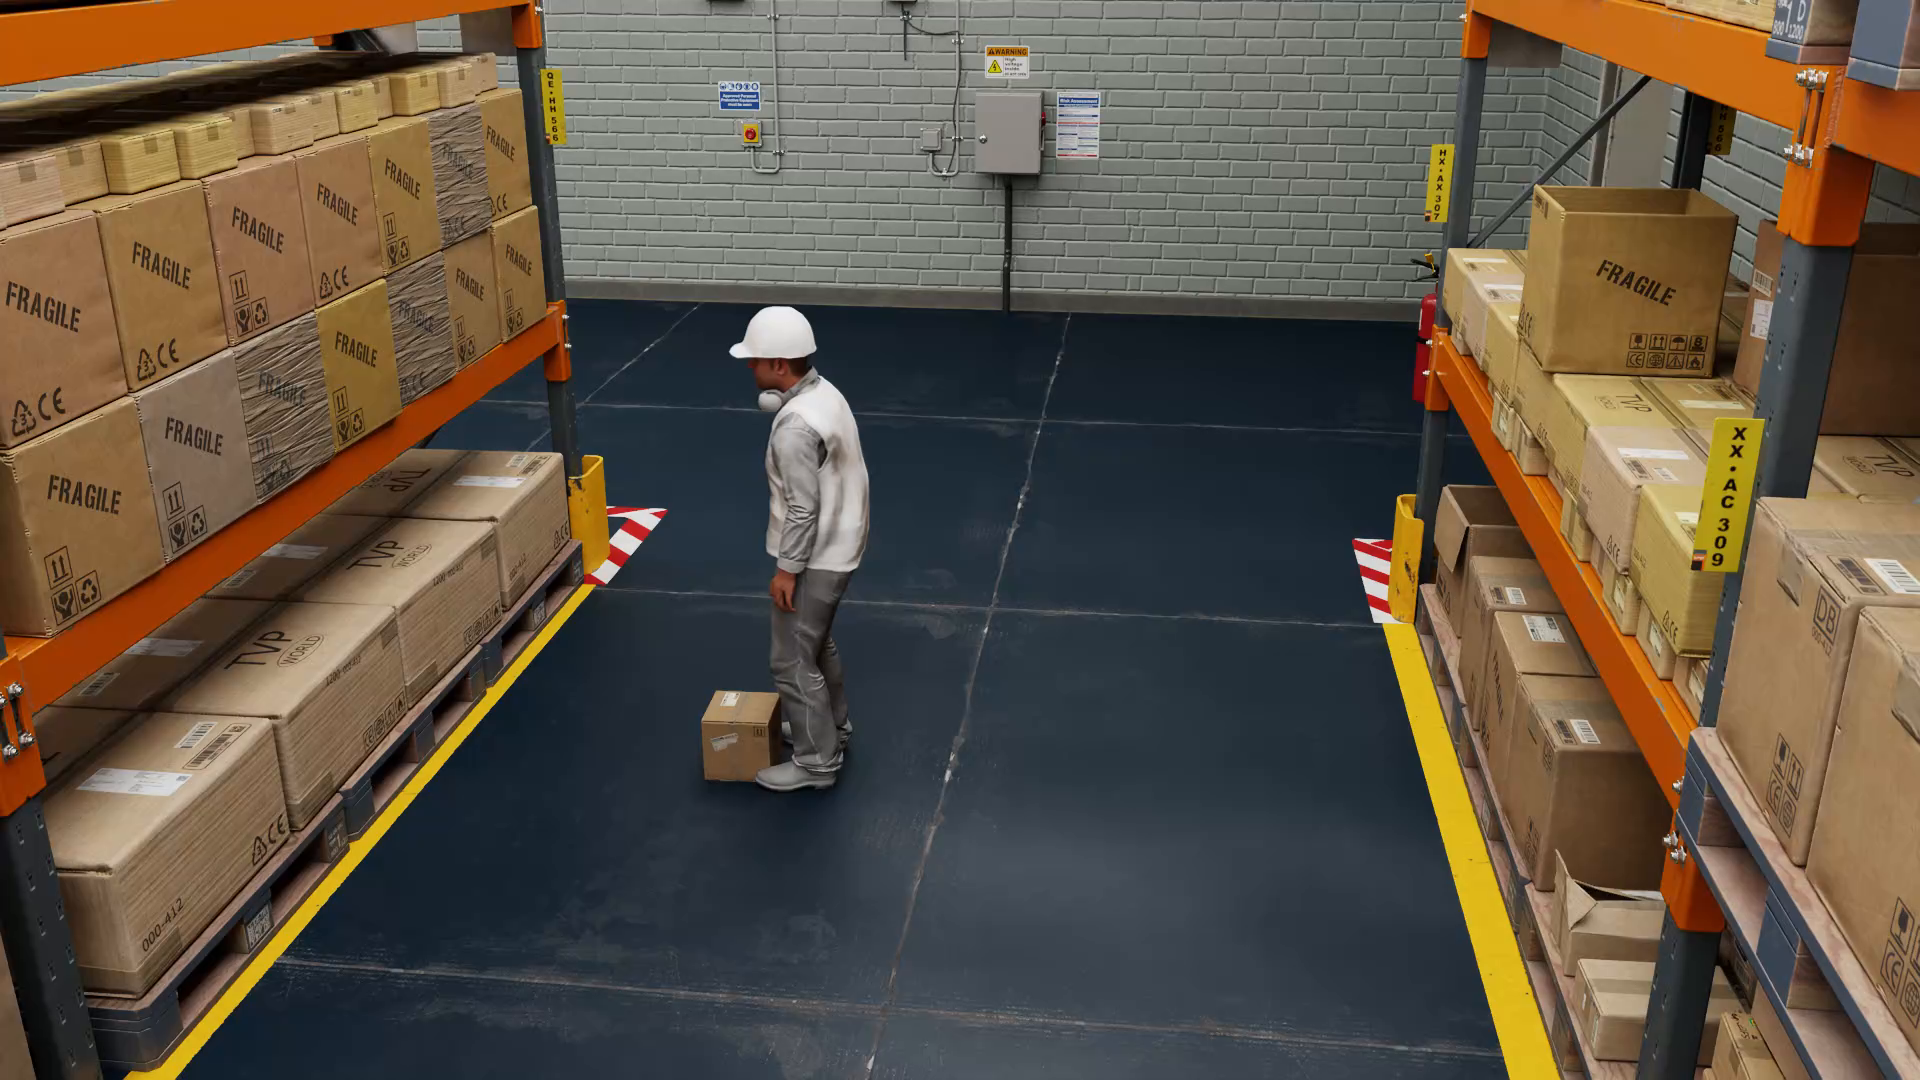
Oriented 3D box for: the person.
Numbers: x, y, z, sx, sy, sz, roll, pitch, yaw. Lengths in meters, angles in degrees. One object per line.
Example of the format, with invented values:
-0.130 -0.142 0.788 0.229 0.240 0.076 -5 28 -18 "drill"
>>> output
-0.553 0.034 5.961 0.463 1.767 0.578 2 21 6 "person"
